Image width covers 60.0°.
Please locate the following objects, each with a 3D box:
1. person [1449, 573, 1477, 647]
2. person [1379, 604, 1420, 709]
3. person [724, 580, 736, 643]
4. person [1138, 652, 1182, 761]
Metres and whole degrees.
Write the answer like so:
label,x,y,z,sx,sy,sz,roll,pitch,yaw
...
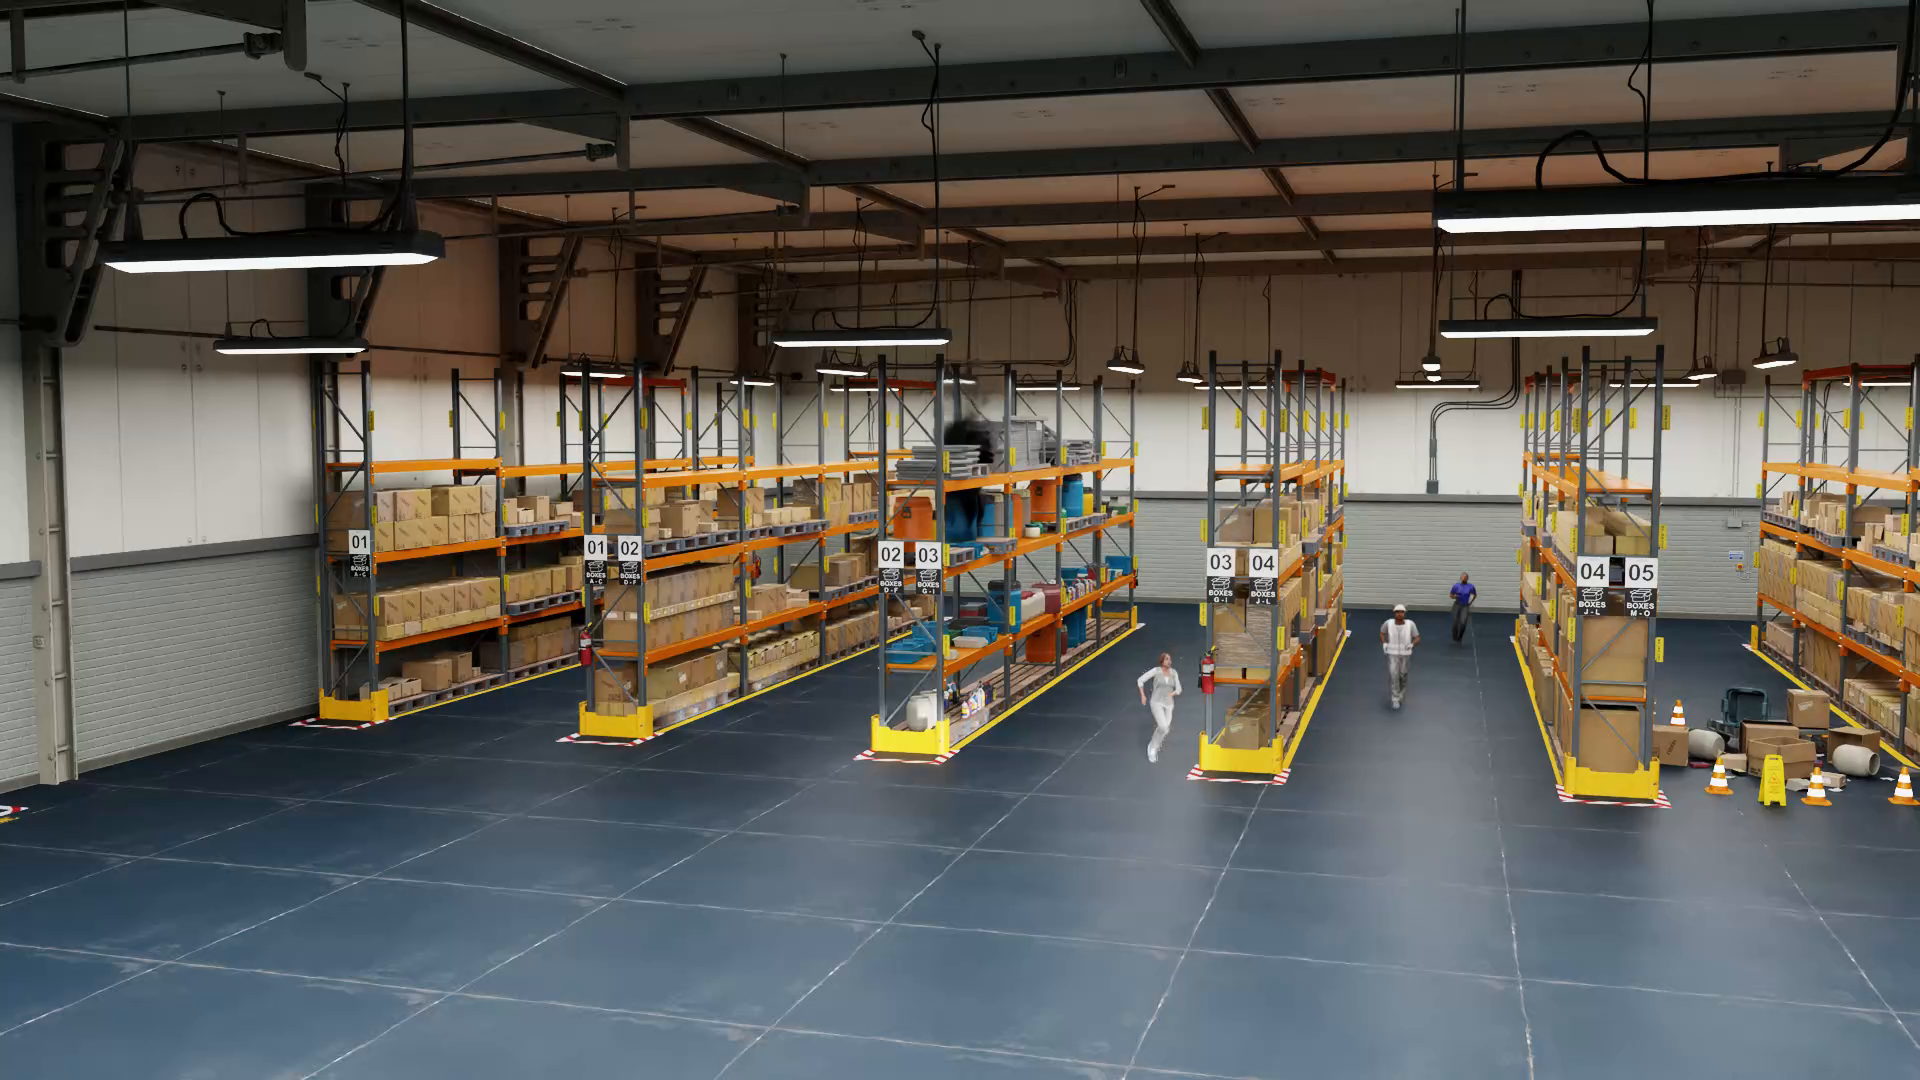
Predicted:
label,x,y,z,sx,sy,sz,roll,pitch,yaw
person,11.167,1.561,36.951,0.581,1.683,0.694,2,4,20
person,7.720,2.021,29.217,0.682,1.788,0.880,1,4,12
person,-4.727,1.692,34.043,0.603,1.833,0.866,1,4,12
person,2.847,2.360,23.442,0.541,1.560,0.596,-2,4,-23
